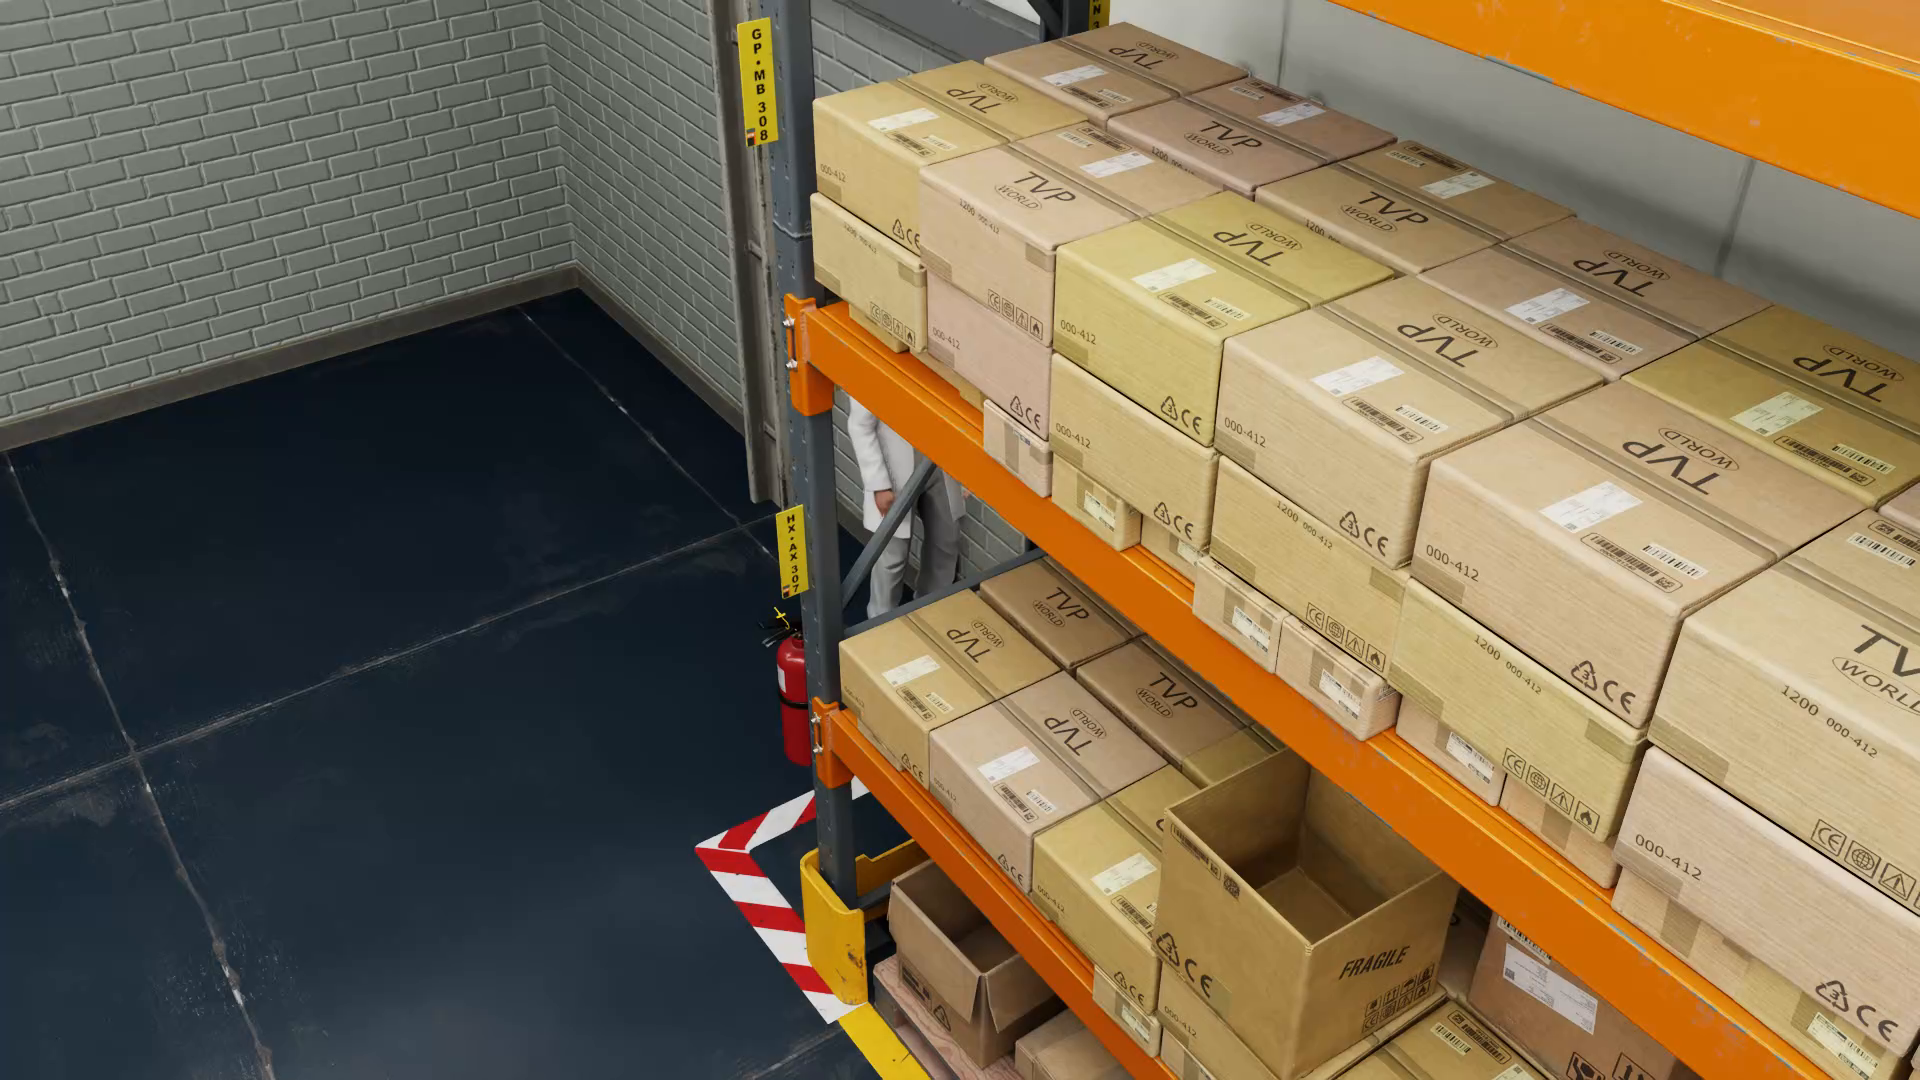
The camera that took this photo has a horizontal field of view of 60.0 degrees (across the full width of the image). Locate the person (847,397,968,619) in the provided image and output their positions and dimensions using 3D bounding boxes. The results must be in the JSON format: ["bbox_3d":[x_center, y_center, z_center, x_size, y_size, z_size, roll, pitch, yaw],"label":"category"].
[{"bbox_3d":[-0.194,-0.297,7.425,0.589,1.778,0.424,-19,40,-24],"label":"person"}]
